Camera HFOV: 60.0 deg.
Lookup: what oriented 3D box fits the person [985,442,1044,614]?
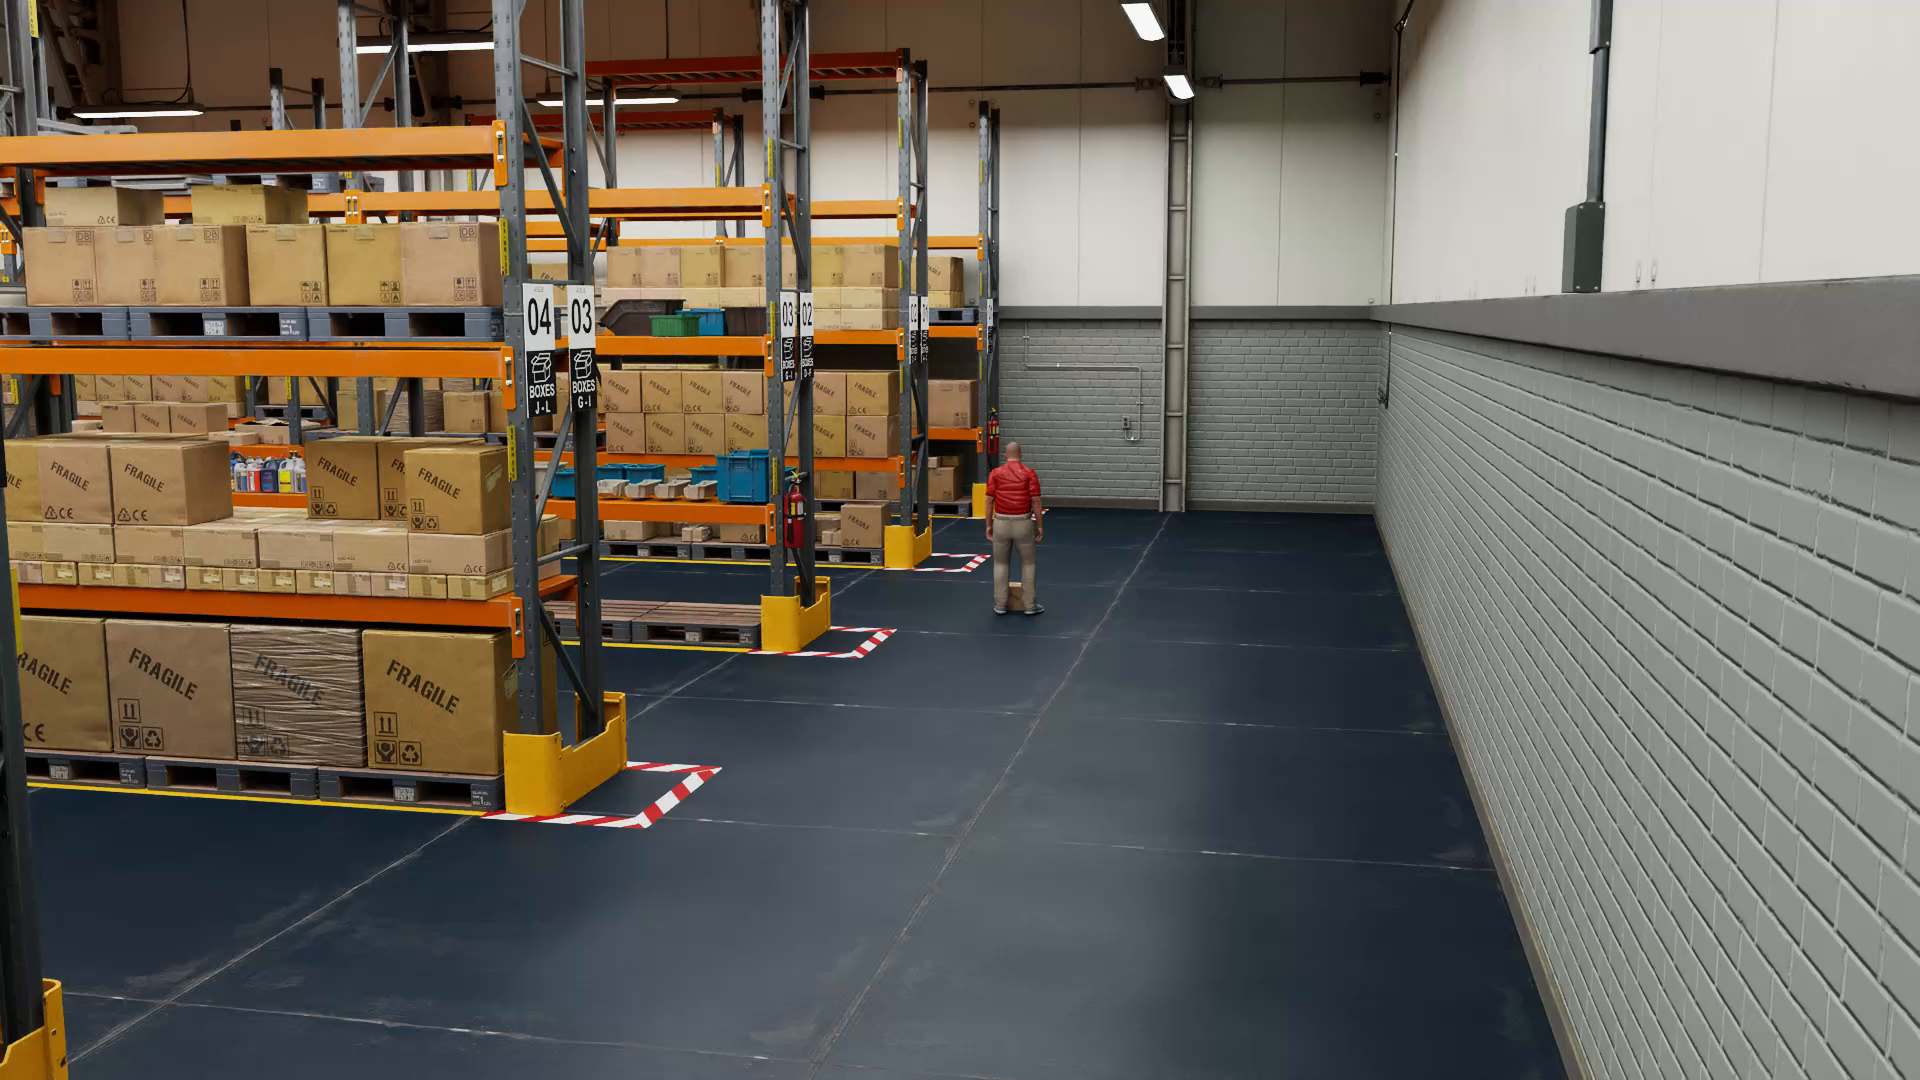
[{"bbox_3d":[0.546,-0.119,16.715,0.586,1.727,0.395,2,8,12],"label":"person"}]
